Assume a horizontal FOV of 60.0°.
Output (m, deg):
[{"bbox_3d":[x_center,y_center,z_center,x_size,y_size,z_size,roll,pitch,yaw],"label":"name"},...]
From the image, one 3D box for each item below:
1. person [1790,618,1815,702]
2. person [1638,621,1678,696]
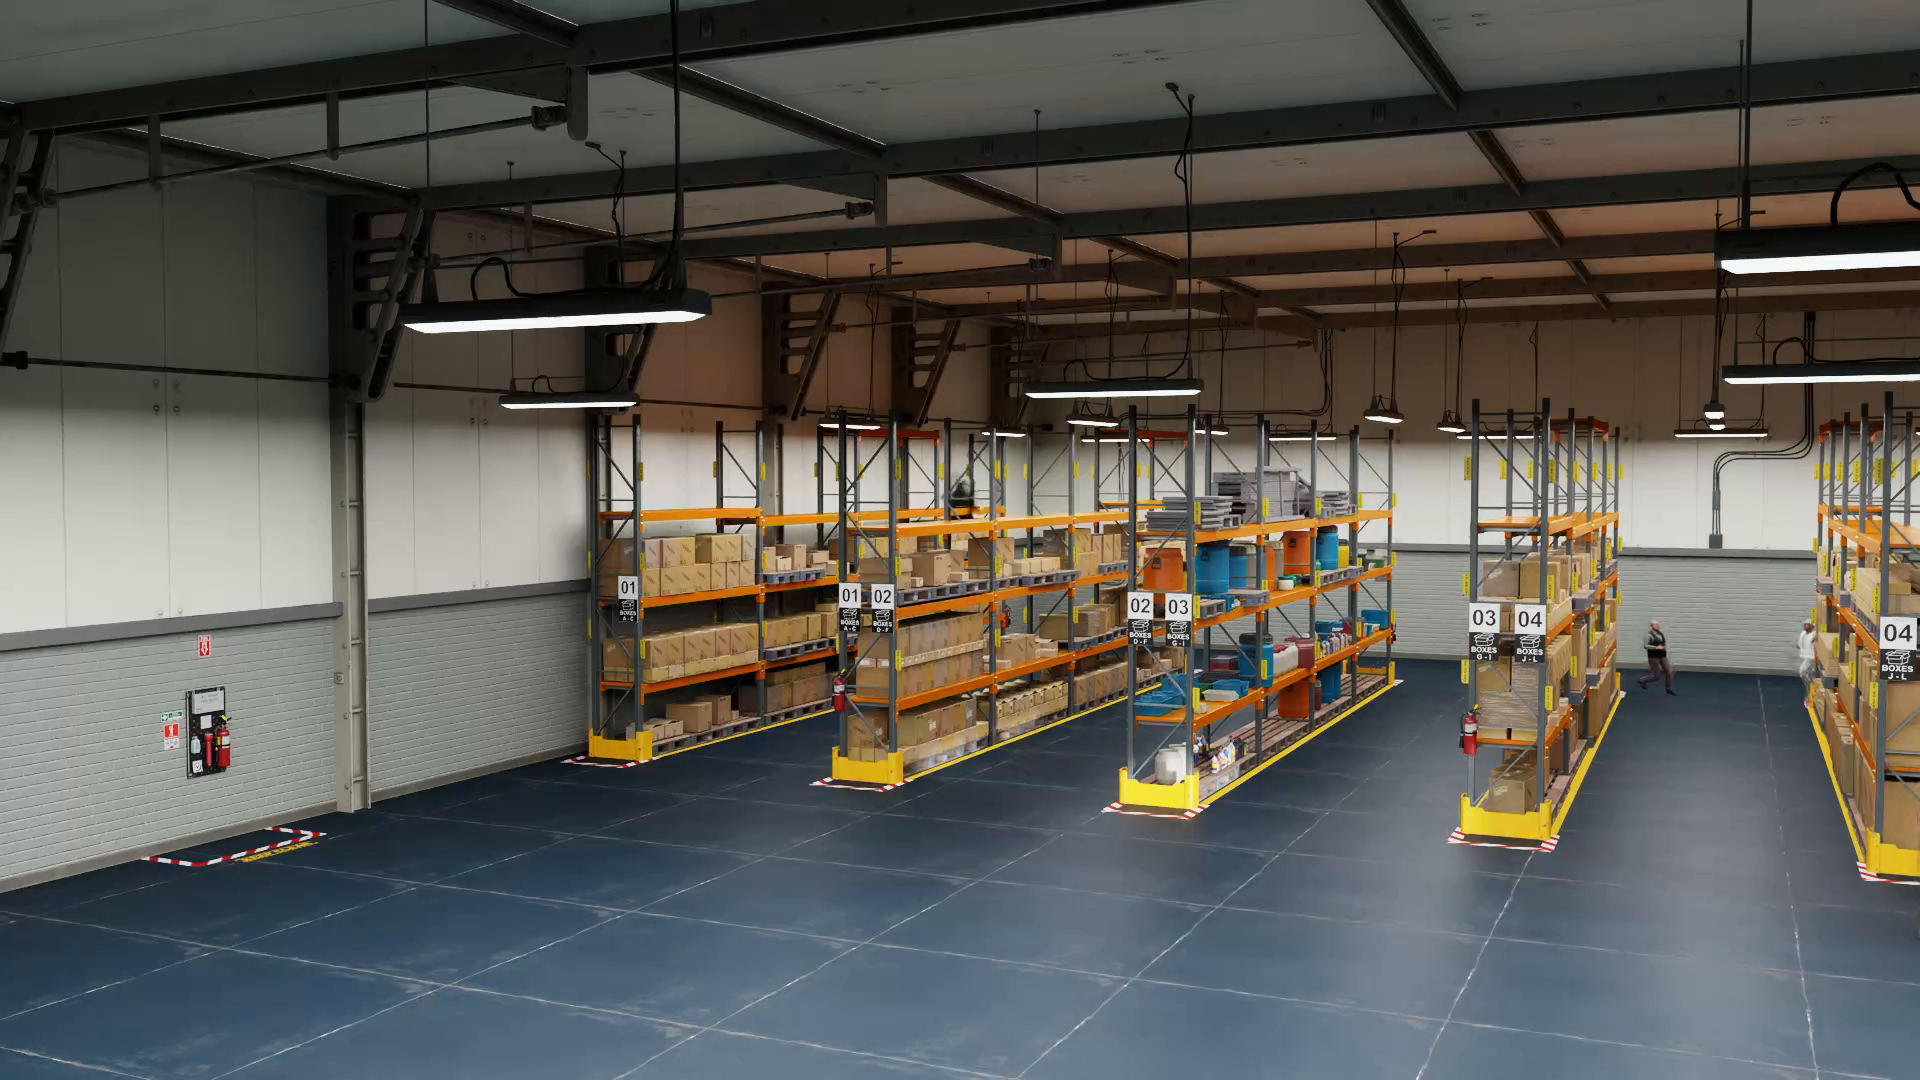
[{"bbox_3d":[18.528,2.619,36.334,0.669,1.813,0.692,0,2,-5],"label":"person"},{"bbox_3d":[15.634,2.650,37.369,0.687,1.688,0.829,-1,3,-26],"label":"person"}]
